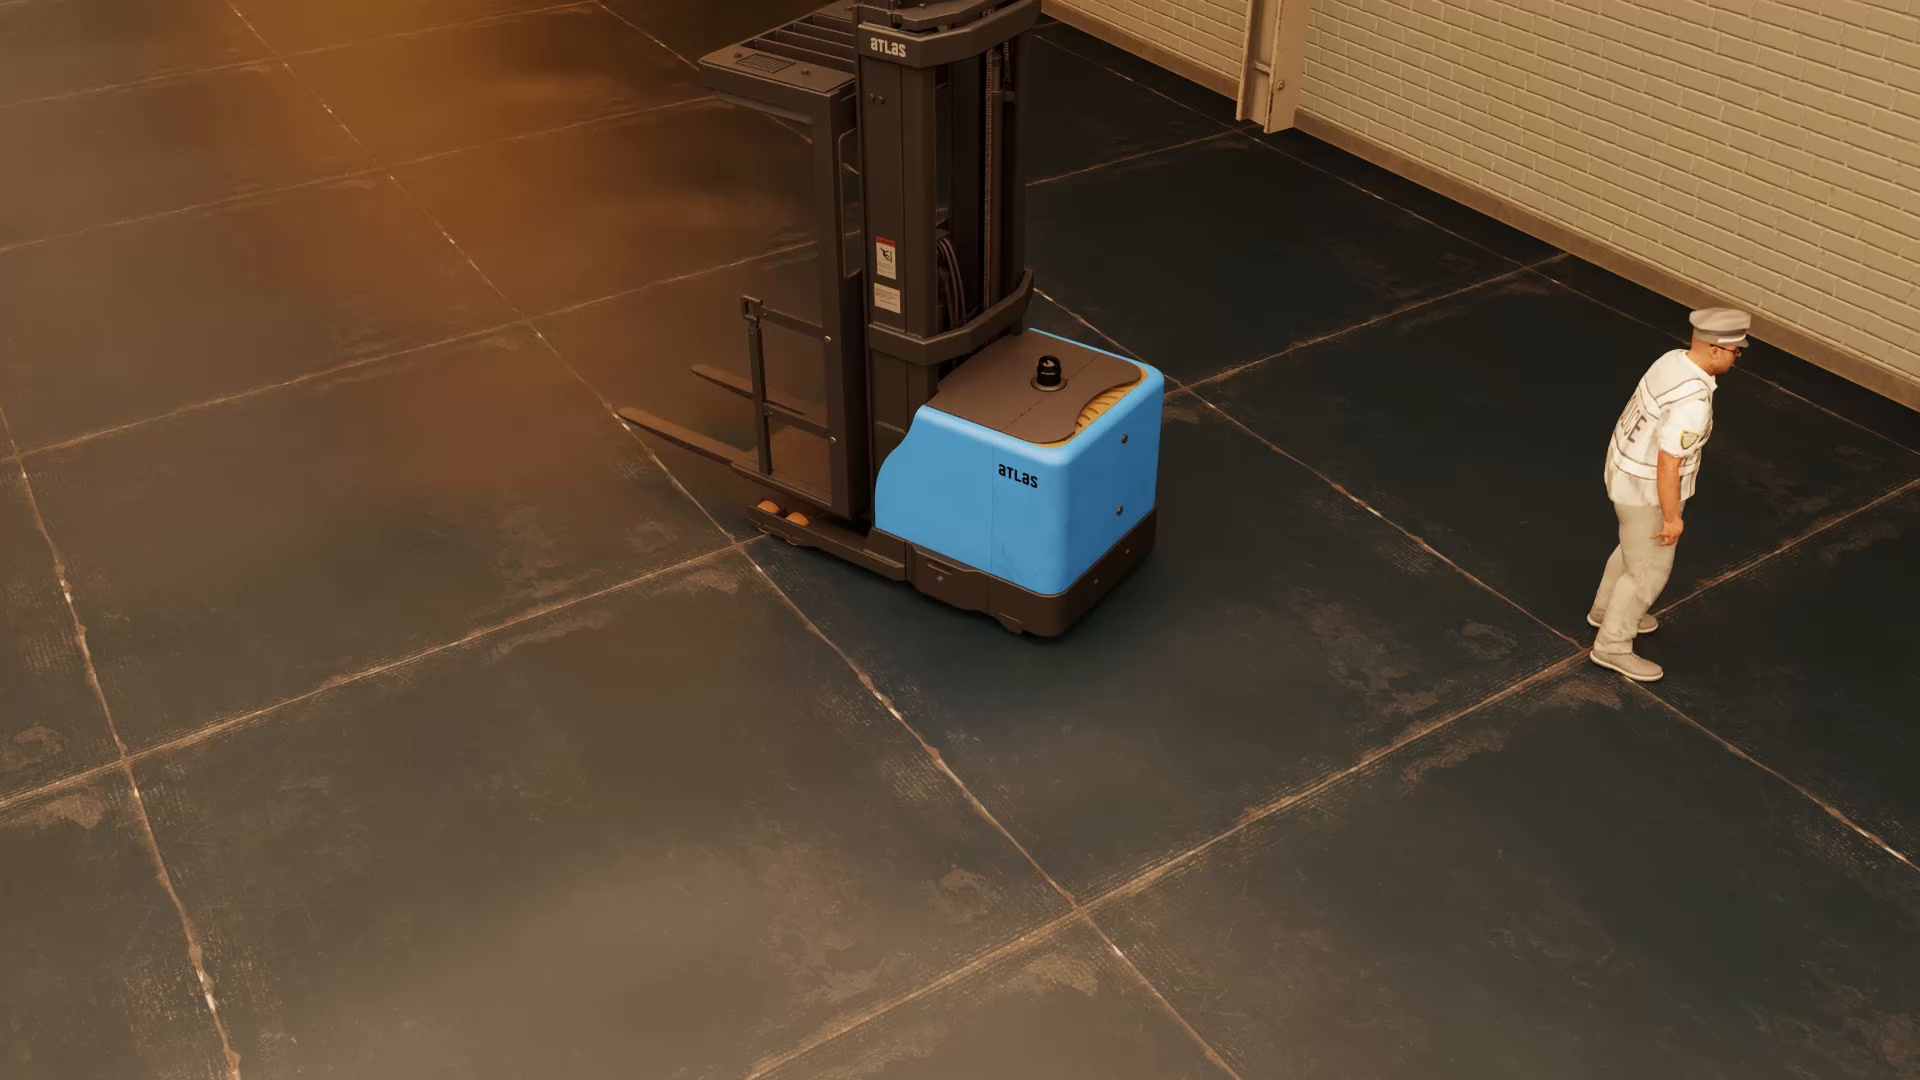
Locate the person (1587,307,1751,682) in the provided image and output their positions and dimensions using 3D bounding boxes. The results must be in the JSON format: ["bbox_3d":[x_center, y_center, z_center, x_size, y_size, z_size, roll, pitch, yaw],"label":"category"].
[{"bbox_3d":[3.138,-0.235,7.510,0.442,1.747,0.606,8,36,11],"label":"person"}]

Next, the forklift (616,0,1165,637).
[{"bbox_3d":[-0.500,-1.399,8.138,3.031,2.935,1.130,22,41,28],"label":"forklift"}]
